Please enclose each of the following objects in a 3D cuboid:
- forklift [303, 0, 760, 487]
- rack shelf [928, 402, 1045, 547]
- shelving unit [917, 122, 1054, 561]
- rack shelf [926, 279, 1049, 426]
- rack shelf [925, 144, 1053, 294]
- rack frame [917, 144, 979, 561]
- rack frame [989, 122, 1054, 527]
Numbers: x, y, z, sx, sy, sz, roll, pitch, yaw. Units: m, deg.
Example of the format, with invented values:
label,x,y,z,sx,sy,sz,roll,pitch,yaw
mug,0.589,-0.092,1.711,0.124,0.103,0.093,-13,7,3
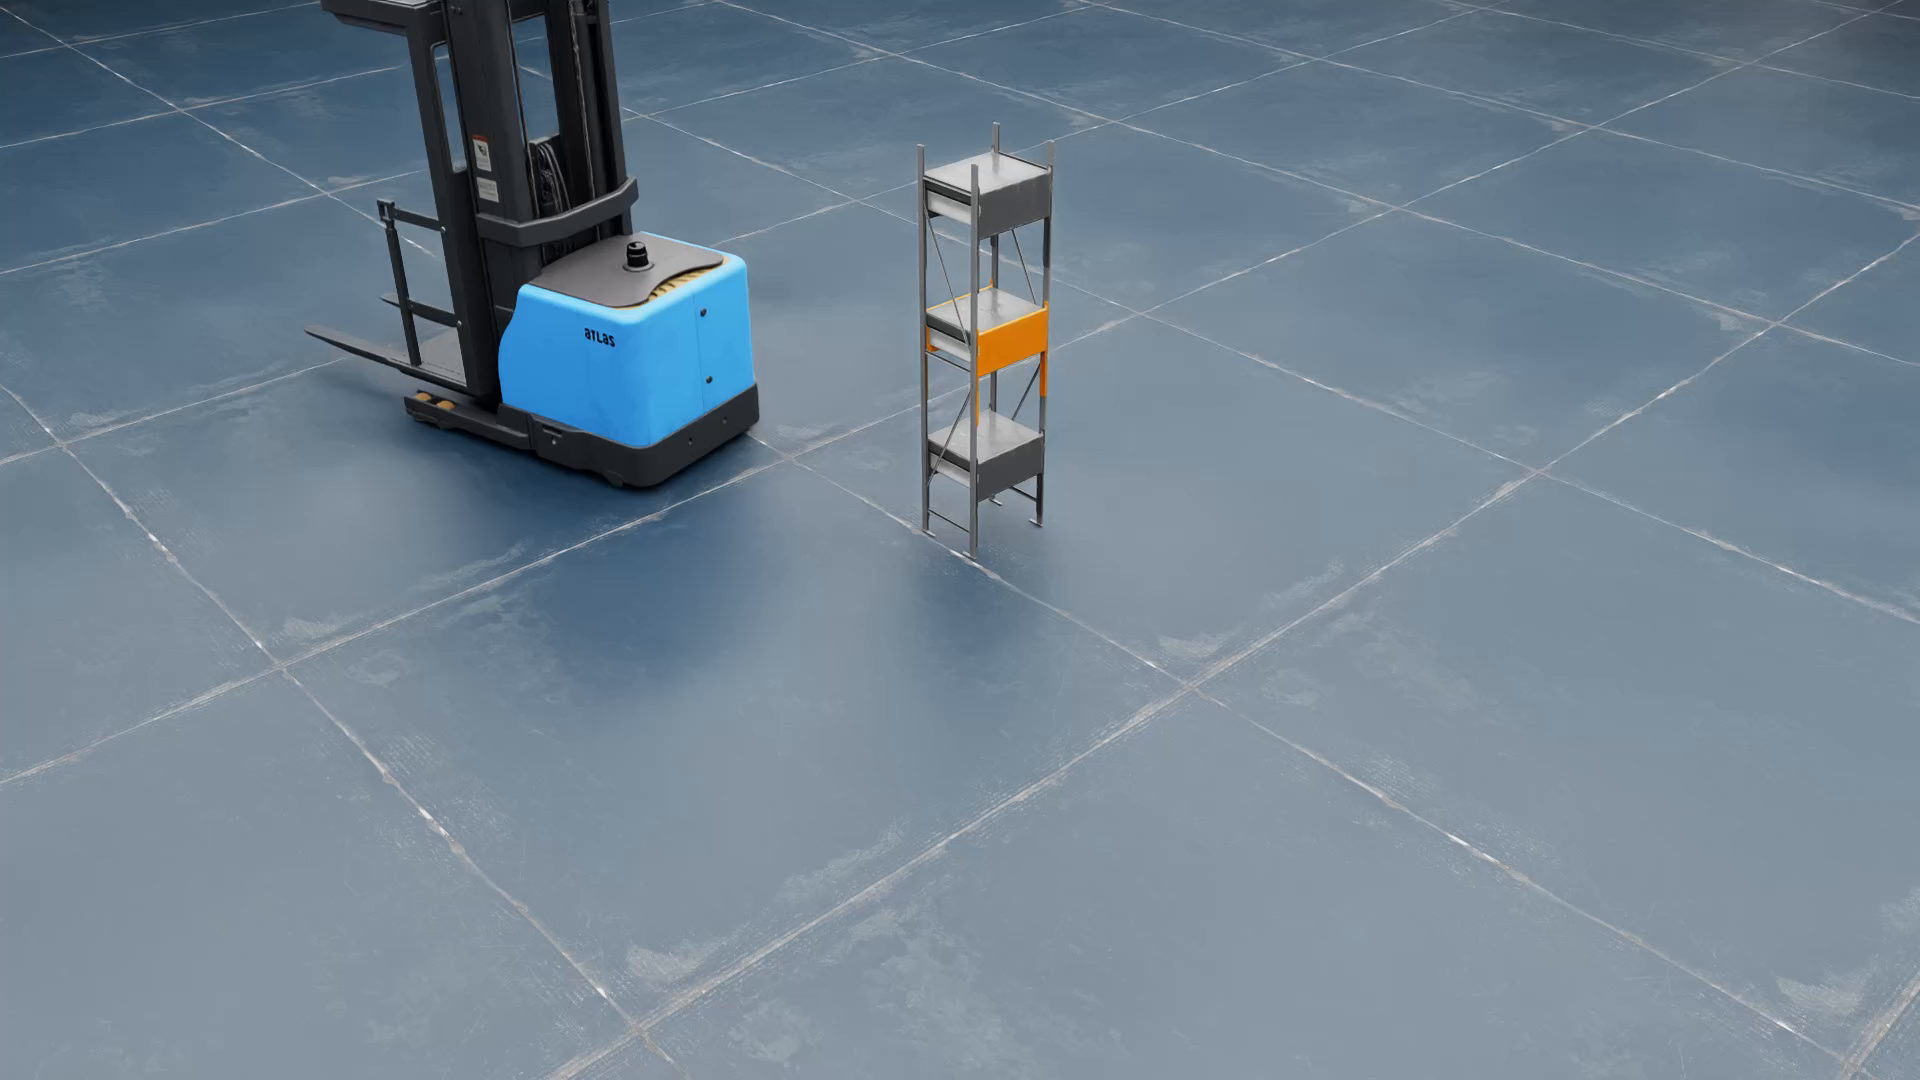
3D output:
label,x,y,z,sx,sy,sz,roll,pitch,yaw
forklift,-2.695,-2.115,9.399,3.031,2.935,1.130,18,36,27
rack shelf,0.121,-0.346,8.671,0.480,0.518,0.431,-26,40,-35
shelving unit,0.121,-0.955,8.298,0.503,2.100,0.431,-26,40,-35
rack shelf,0.121,-0.943,8.305,0.480,0.518,0.431,-26,40,-35
rack shelf,0.121,-1.540,7.940,0.480,0.518,0.431,-26,40,-35
rack frame,-0.058,-0.868,8.157,0.015,2.100,0.400,-26,40,-35
rack frame,0.300,-1.041,8.440,0.015,2.100,0.400,-26,40,-35
